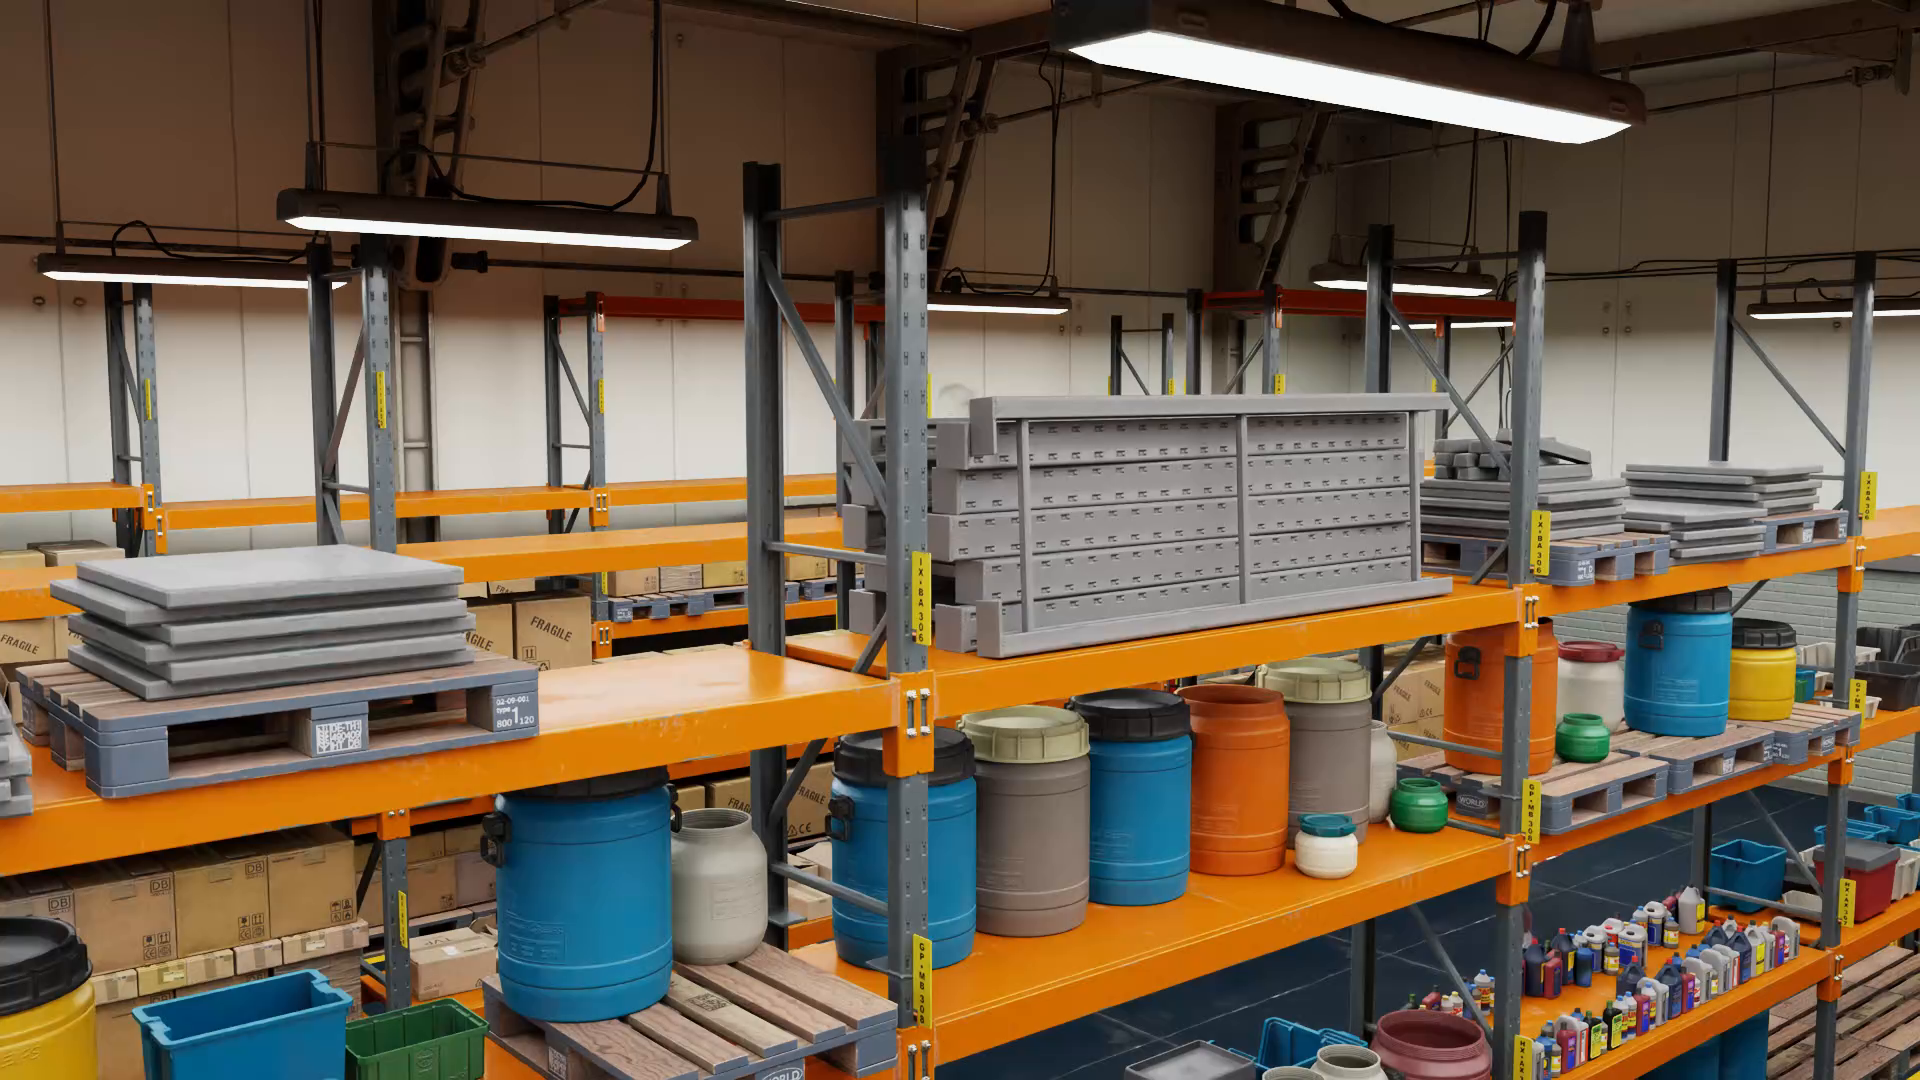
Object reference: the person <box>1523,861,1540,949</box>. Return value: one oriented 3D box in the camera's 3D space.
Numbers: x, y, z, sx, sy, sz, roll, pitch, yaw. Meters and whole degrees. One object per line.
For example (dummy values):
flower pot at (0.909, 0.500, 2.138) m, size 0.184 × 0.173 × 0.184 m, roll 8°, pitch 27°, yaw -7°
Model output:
person at (4.982, 2.898, 15.030) m, size 0.588 × 1.633 × 0.557 m, roll 5°, pitch 7°, yaw 40°
